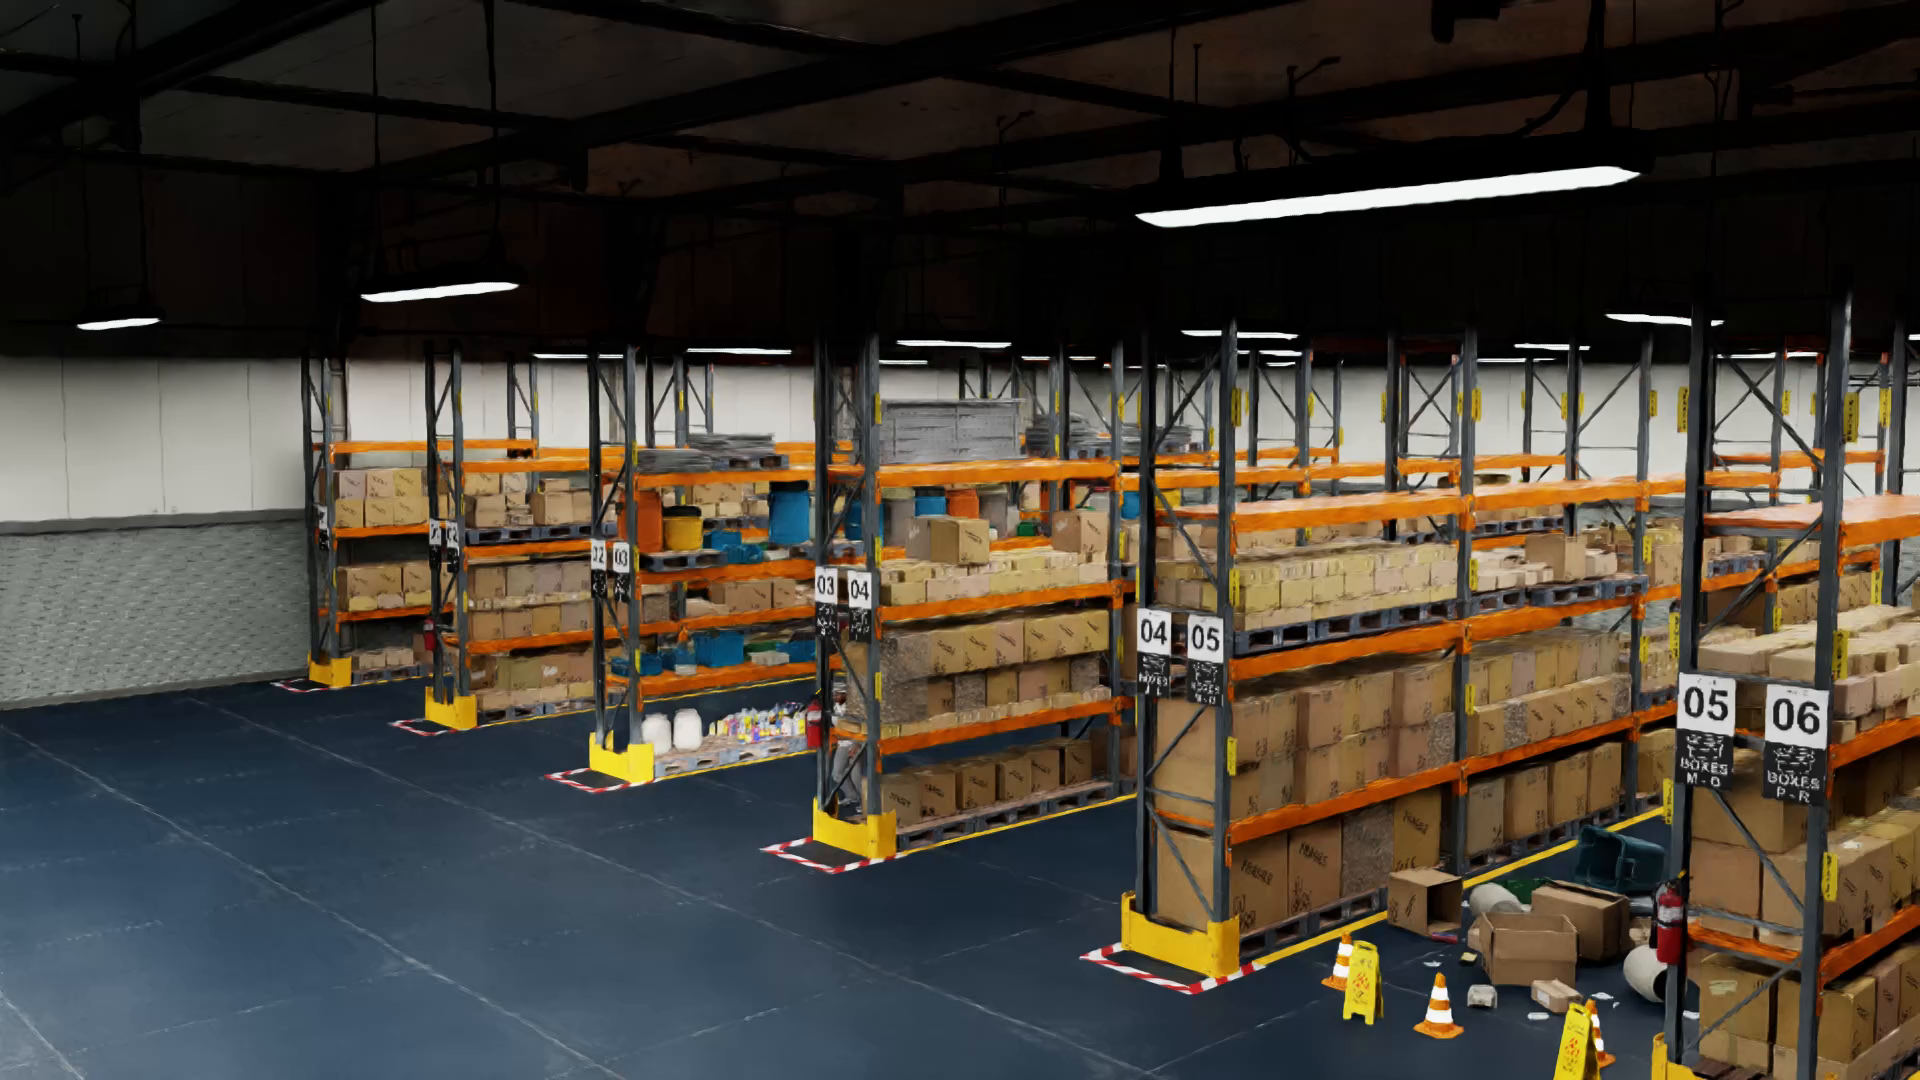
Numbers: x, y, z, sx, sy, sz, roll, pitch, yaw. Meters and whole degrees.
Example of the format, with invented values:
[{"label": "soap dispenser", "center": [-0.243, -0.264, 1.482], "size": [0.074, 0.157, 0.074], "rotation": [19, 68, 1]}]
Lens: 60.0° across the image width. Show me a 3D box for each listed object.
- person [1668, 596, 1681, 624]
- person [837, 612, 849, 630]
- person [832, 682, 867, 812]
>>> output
[{"label": "person", "center": [13.008, 1.696, 29.974], "size": [1.030, 1.673, 0.553], "rotation": [-5, 7, -44]}, {"label": "person", "center": [-2.495, 1.327, 33.950], "size": [1.116, 1.672, 0.542], "rotation": [-4, 7, -41]}, {"label": "person", "center": [-1.362, 2.549, 20.626], "size": [0.522, 1.625, 0.593], "rotation": [-4, 7, -39]}]
